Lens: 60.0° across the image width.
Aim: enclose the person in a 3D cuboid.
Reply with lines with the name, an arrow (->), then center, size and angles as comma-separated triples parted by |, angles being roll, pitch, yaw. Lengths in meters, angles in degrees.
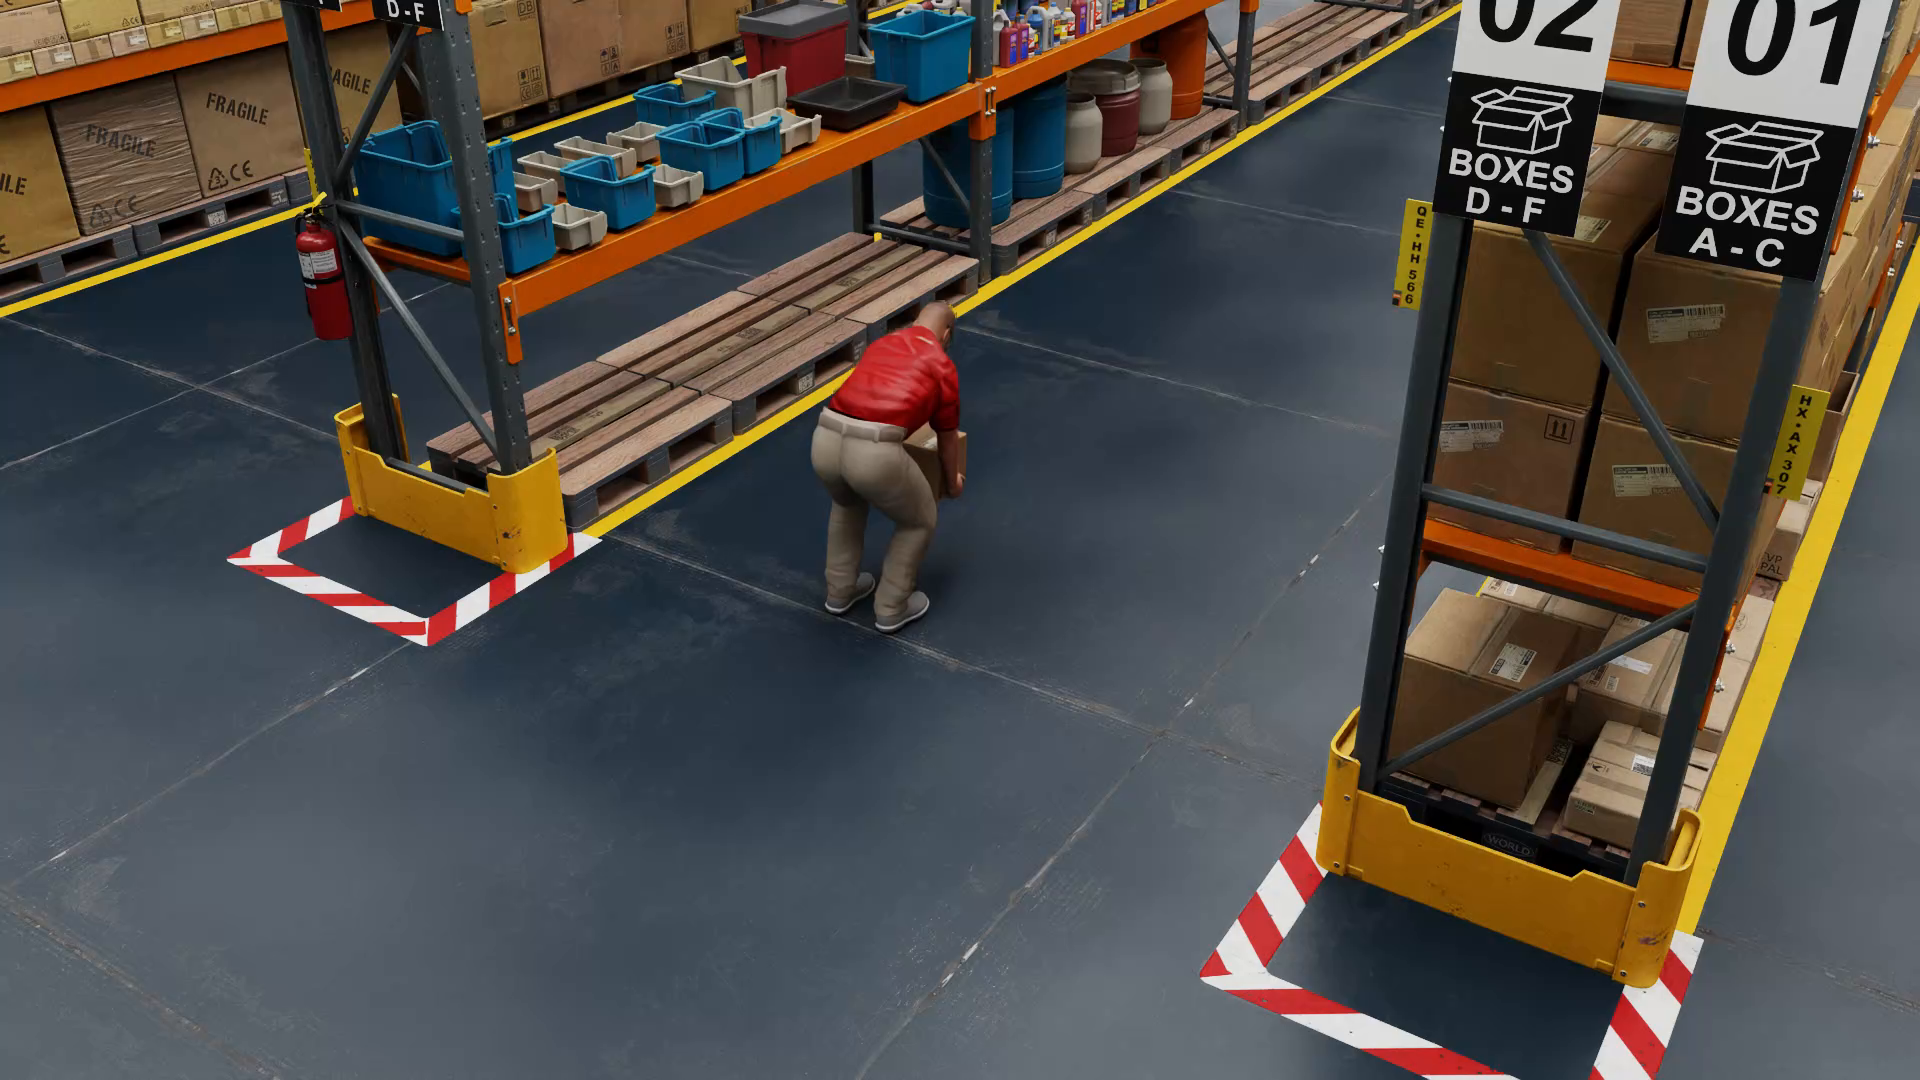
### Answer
person -> -0.270, -0.317, 7.176 | 0.503, 1.243, 0.916 | 16, 34, 26
